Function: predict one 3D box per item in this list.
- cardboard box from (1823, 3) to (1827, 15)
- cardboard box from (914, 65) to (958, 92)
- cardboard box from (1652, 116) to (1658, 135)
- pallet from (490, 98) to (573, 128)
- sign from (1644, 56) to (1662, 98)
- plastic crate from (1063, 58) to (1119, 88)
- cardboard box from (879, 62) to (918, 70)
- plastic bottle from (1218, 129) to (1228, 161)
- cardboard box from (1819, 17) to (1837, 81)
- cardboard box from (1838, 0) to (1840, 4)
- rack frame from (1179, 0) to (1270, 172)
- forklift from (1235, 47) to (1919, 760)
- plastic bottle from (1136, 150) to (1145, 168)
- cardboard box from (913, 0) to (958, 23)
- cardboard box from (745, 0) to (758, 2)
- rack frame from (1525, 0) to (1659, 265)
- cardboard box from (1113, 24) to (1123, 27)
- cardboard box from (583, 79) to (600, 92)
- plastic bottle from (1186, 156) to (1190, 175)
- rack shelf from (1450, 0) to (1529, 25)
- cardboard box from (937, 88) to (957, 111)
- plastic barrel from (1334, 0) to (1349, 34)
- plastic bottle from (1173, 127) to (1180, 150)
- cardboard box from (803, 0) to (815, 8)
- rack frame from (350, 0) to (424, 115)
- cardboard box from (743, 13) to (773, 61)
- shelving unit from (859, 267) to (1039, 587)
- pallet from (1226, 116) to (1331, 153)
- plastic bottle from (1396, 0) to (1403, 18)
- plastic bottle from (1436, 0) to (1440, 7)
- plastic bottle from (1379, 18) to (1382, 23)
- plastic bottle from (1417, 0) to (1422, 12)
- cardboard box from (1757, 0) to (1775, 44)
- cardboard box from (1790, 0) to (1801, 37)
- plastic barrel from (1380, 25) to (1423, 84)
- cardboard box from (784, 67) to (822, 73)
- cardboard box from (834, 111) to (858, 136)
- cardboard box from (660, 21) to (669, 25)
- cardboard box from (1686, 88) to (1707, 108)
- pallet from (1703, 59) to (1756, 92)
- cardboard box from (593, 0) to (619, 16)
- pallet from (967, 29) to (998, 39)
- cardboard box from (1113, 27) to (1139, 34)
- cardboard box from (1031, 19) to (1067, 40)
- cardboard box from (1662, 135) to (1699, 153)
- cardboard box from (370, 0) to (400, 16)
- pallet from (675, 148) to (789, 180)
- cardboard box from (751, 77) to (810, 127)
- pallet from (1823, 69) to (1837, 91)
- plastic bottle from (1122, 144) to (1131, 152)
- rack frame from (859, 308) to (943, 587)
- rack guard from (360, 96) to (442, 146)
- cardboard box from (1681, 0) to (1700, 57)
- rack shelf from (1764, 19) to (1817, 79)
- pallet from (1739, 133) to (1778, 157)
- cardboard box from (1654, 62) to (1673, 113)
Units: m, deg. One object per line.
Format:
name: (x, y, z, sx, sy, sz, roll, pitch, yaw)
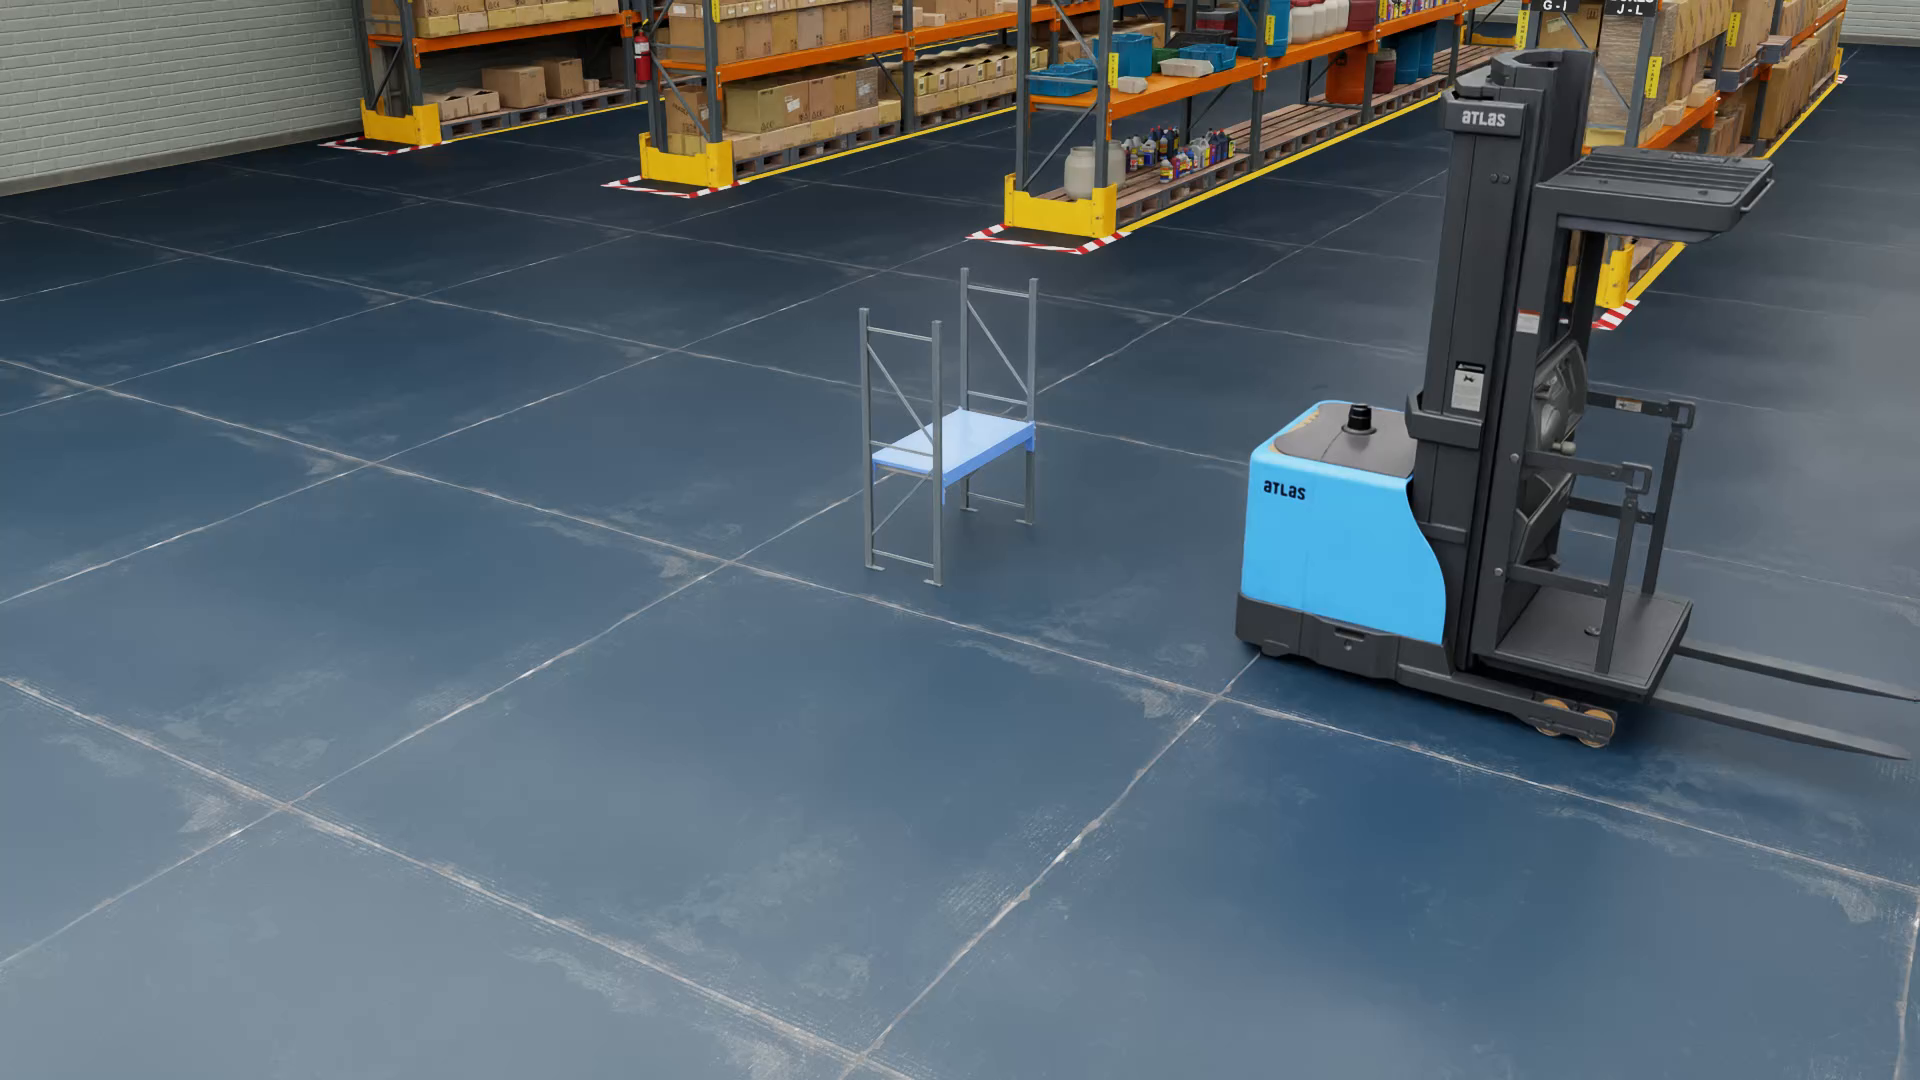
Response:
cardboard box: (12.278, -7.664, 23.995, 0.380, 0.149, 0.250, 15, 28, 31)
cardboard box: (-0.373, -6.392, 22.967, 0.500, 0.311, 0.500, 14, 27, 28)
cardboard box: (5.993, -3.703, 14.844, 0.380, 0.149, 0.250, 14, 27, 29)
pallet: (-6.249, -6.059, 23.479, 1.003, 0.211, 1.213, 14, 27, 29)
sign: (5.694, -3.805, 13.675, 0.100, 0.325, 0.005, 14, 27, 29)
plastic crate: (1.382, -4.941, 17.575, 0.499, 0.251, 0.408, 14, 27, 29)
cardboard box: (-0.832, -6.511, 23.241, 0.500, 0.311, 0.500, 15, 27, 30)
plastic bottle: (3.040, -4.618, 19.423, 0.144, 0.351, 0.185, 13, 27, 28)
cardboard box: (12.923, -7.600, 25.675, 0.875, 0.875, 0.875, 14, 27, 29)
cardboard box: (13.227, -8.272, 25.399, 0.380, 0.149, 0.250, 13, 27, 28)
rack frame: (3.135, -5.910, 19.625, 1.000, 3.000, 0.127, 14, 27, 29)
forklift: (2.920, -0.643, 7.545, 3.031, 2.935, 1.130, 14, 27, 29)
plastic bottle: (2.060, -4.361, 19.017, 0.097, 0.201, 0.097, 0, 23, 0)
cardboard box: (-0.374, -7.428, 23.008, 0.500, 0.500, 0.500, 16, 28, 33)
cardboard box: (-2.623, -6.591, 19.442, 0.700, 0.500, 0.500, 13, 27, 28)
rack frame: (5.233, -3.522, 14.109, 1.000, 3.000, 0.127, 14, 27, 29)
cardboard box: (2.415, -8.409, 27.992, 0.500, 0.500, 0.500, 14, 27, 30)
cardboard box: (-5.538, -6.701, 24.465, 0.380, 0.166, 0.250, 10, 25, 22)
plastic bottle: (2.532, -4.207, 18.660, 0.097, 0.201, 0.097, 0, 23, 0)
rack shelf: (8.410, -8.955, 27.565, 1.077, 0.370, 4.000, 14, 27, 29)
cardboard box: (-0.377, -6.136, 23.081, 0.500, 0.250, 0.500, 15, 27, 30)
plastic barrel: (4.884, -6.919, 21.816, 0.421, 0.512, 0.421, 0, 23, 0)
plastic bottle: (2.594, -4.844, 20.044, 0.097, 0.271, 0.097, 0, 23, 0)
cardboard box: (-1.980, -6.548, 20.158, 0.380, 0.149, 0.250, 14, 27, 29)
rack frame: (-7.392, -6.636, 21.303, 1.000, 3.000, 0.127, 14, 27, 29)
cardboard box: (-2.651, -5.978, 19.657, 0.700, 0.500, 0.500, 15, 27, 30)
shelving unit: (-0.045, -0.659, 9.386, 0.538, 1.500, 1.048, 14, 27, 29)
pallet: (4.159, -5.317, 21.765, 1.003, 0.211, 1.213, 14, 27, 29)
plastic bottle: (6.223, -7.554, 23.571, 0.061, 0.283, 0.133, 14, 27, 29)
plastic bottle: (7.148, -8.208, 24.997, 0.144, 0.351, 0.185, 14, 27, 29)
plastic bottle: (5.748, -7.281, 22.949, 0.152, 0.276, 0.135, 14, 27, 29)
plastic bottle: (6.686, -7.851, 24.256, 0.061, 0.283, 0.133, 14, 27, 29)
cardboard box: (8.992, -6.060, 19.319, 0.700, 0.500, 0.500, 19, 30, 37)
cardboard box: (10.478, -6.723, 21.378, 0.500, 0.500, 0.500, 13, 27, 28)
plastic barrel: (6.680, -7.420, 25.228, 0.600, 0.901, 0.708, 14, 27, 29)
cardboard box: (-2.109, -5.795, 21.350, 0.500, 0.500, 0.500, 14, 27, 29)
cardboard box: (-1.654, -5.339, 21.240, 0.500, 0.250, 0.500, 14, 27, 29)
cardboard box: (-4.407, -7.962, 26.016, 0.500, 0.250, 0.500, 13, 27, 27)
cardboard box: (7.119, -4.360, 16.363, 0.380, 0.149, 0.250, 14, 27, 29)
pallet: (7.869, -5.011, 17.791, 1.003, 0.211, 1.213, 14, 27, 29)
cardboard box: (-5.274, -7.703, 23.931, 0.500, 0.250, 0.500, 14, 27, 29)
pallet: (0.049, -10.060, 32.722, 1.003, 0.211, 1.213, 14, 27, 29)
cardboard box: (2.599, -8.143, 27.377, 0.500, 0.500, 0.500, 14, 27, 30)
cardboard box: (1.359, -8.083, 26.294, 0.500, 0.250, 0.500, 15, 28, 31)
cardboard box: (7.685, -4.129, 18.105, 0.700, 0.500, 0.500, 12, 26, 25)
cardboard box: (-7.324, -7.124, 21.650, 0.500, 0.500, 0.500, 14, 27, 28)
pallet: (-2.813, -4.586, 20.078, 1.003, 0.211, 1.213, 14, 27, 29)
cardboard box: (-2.194, -5.349, 20.319, 0.500, 0.500, 0.500, 14, 27, 29)
pallet: (13.317, -7.356, 26.476, 1.003, 0.211, 1.213, 14, 27, 29)
plastic bottle: (1.851, -4.349, 18.896, 0.152, 0.276, 0.135, 13, 27, 28)
rack frame: (-0.313, -0.488, 8.989, 0.500, 1.500, 0.032, 14, 27, 29)
rack guard: (-7.352, -5.514, 21.858, 1.175, 0.500, 0.348, 14, 27, 29)
cardboard box: (6.287, -4.628, 14.905, 0.500, 0.500, 0.500, 14, 27, 29)
rack shelf: (10.508, -6.567, 22.048, 1.077, 0.370, 4.000, 14, 27, 29)
pallet: (9.933, -5.192, 21.478, 1.003, 0.211, 1.213, 14, 27, 29)
cardboard box: (6.008, -4.237, 15.262, 0.875, 0.500, 0.500, 14, 27, 29)
